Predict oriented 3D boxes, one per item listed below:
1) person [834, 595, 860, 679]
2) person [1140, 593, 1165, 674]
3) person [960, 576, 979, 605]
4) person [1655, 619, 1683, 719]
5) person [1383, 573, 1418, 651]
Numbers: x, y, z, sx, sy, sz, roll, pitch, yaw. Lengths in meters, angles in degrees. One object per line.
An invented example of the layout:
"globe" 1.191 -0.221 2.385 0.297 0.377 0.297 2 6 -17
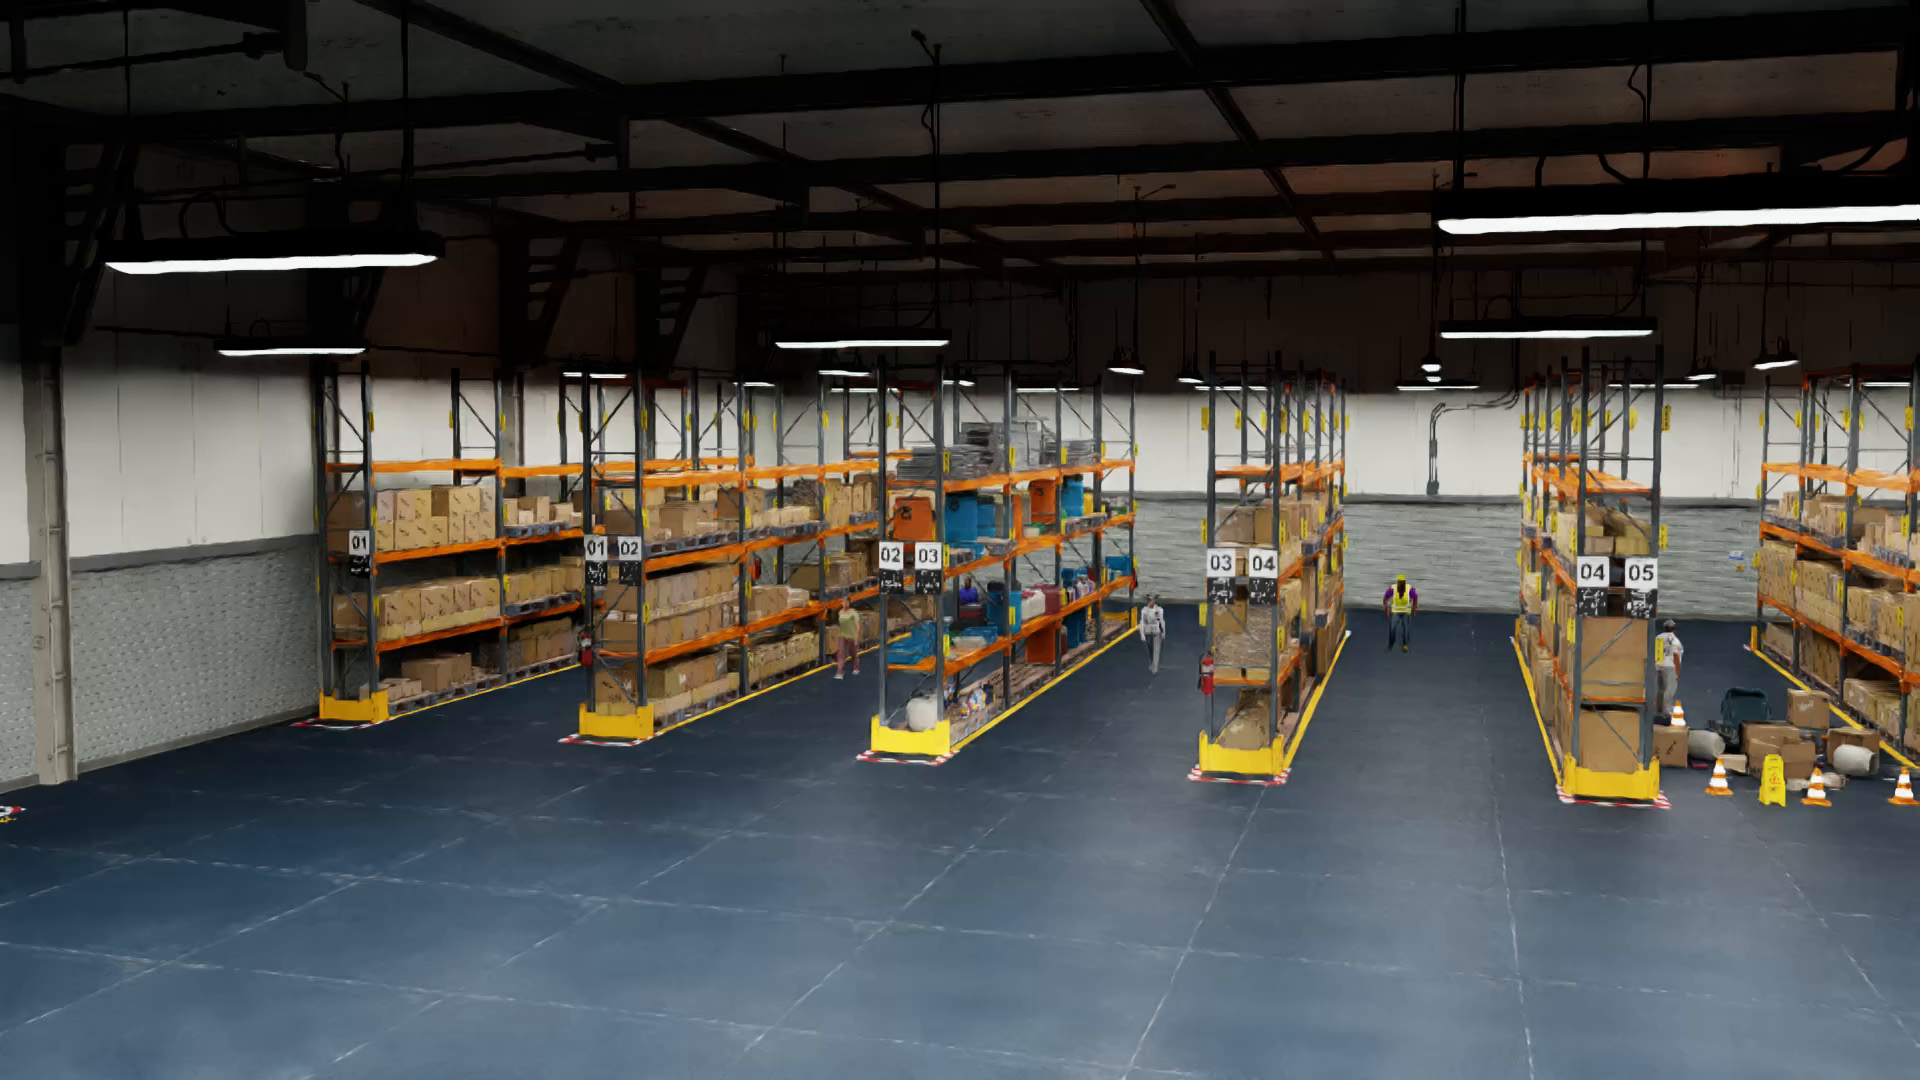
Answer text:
"person" -2.167 1.880 32.362 0.456 1.612 1.019 1 4 15
"person" 3.809 1.826 33.020 0.495 1.580 1.086 1 4 18
"person" 0.181 1.567 36.845 0.447 1.574 1.088 1 4 19
"person" 11.928 2.164 27.971 0.449 1.671 0.533 -1 4 -14
"person" 9.579 1.570 36.177 0.719 1.714 0.578 1 4 14
